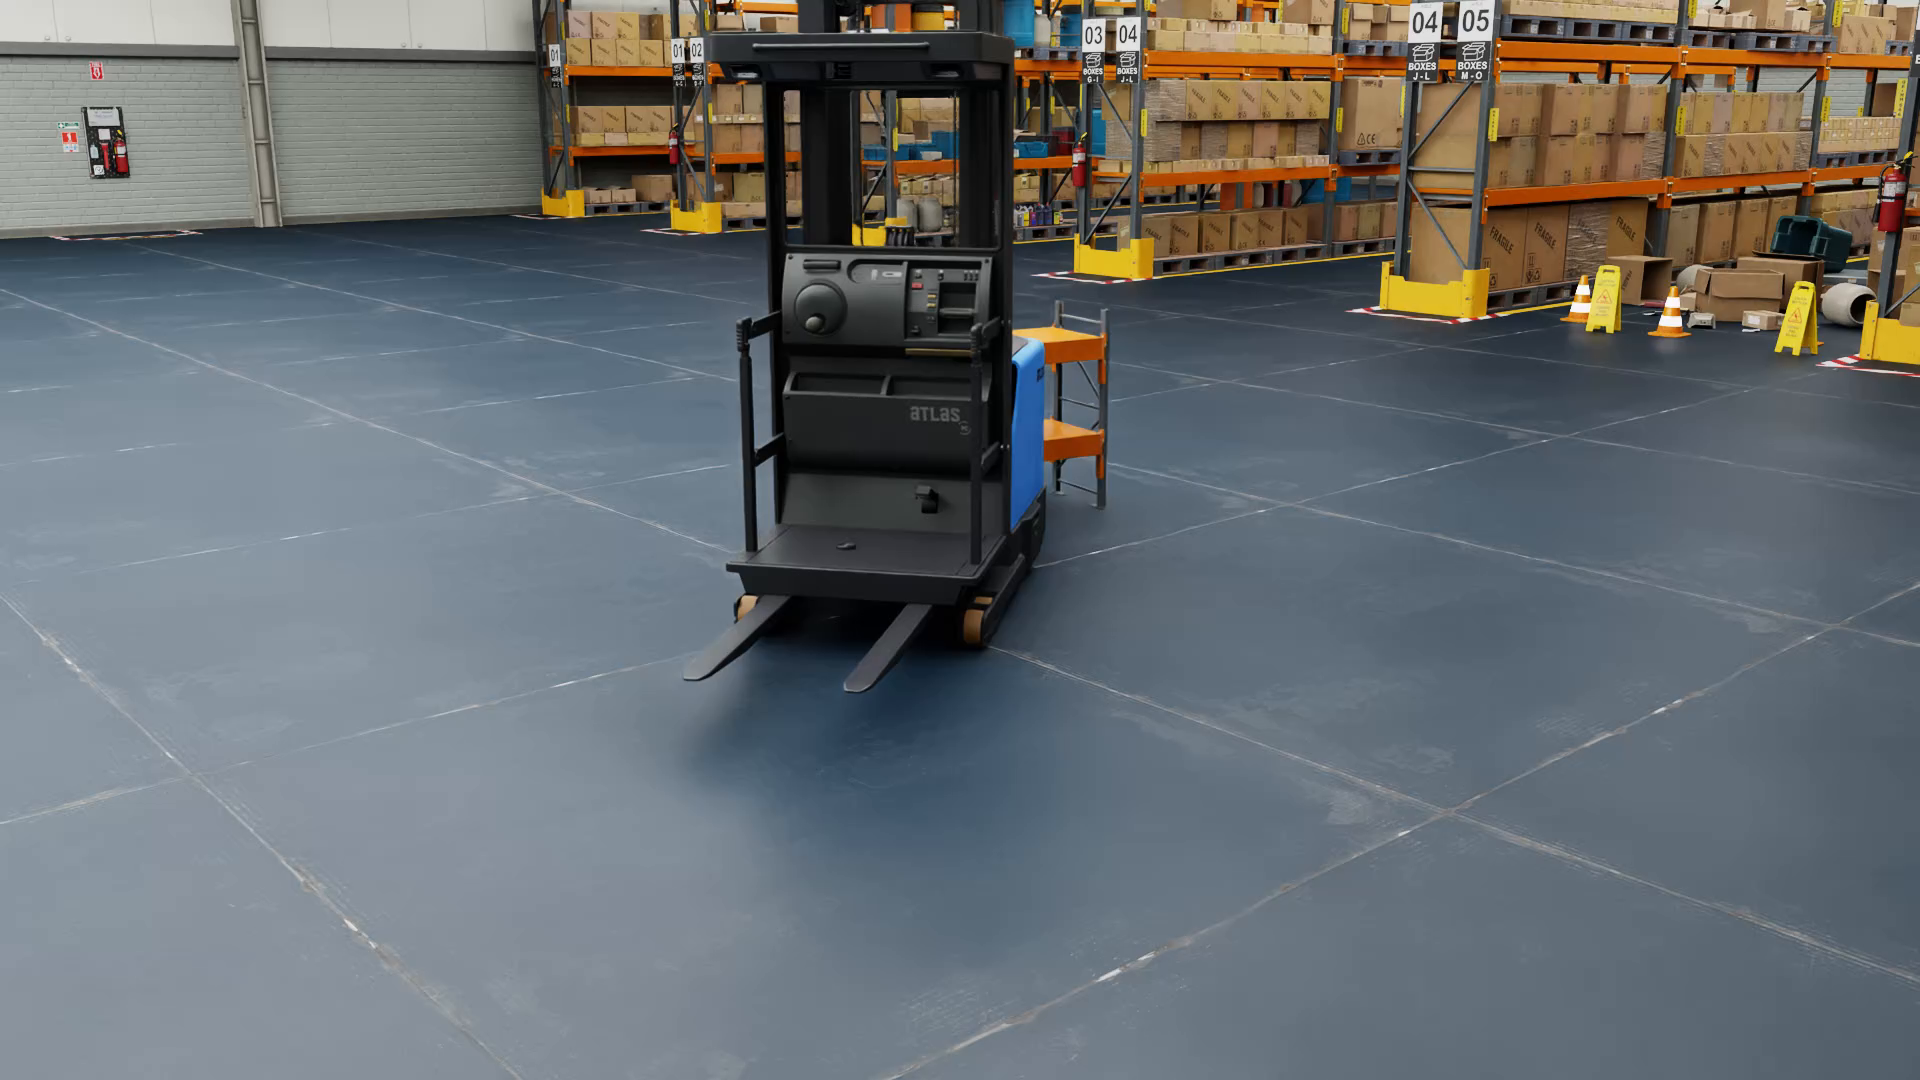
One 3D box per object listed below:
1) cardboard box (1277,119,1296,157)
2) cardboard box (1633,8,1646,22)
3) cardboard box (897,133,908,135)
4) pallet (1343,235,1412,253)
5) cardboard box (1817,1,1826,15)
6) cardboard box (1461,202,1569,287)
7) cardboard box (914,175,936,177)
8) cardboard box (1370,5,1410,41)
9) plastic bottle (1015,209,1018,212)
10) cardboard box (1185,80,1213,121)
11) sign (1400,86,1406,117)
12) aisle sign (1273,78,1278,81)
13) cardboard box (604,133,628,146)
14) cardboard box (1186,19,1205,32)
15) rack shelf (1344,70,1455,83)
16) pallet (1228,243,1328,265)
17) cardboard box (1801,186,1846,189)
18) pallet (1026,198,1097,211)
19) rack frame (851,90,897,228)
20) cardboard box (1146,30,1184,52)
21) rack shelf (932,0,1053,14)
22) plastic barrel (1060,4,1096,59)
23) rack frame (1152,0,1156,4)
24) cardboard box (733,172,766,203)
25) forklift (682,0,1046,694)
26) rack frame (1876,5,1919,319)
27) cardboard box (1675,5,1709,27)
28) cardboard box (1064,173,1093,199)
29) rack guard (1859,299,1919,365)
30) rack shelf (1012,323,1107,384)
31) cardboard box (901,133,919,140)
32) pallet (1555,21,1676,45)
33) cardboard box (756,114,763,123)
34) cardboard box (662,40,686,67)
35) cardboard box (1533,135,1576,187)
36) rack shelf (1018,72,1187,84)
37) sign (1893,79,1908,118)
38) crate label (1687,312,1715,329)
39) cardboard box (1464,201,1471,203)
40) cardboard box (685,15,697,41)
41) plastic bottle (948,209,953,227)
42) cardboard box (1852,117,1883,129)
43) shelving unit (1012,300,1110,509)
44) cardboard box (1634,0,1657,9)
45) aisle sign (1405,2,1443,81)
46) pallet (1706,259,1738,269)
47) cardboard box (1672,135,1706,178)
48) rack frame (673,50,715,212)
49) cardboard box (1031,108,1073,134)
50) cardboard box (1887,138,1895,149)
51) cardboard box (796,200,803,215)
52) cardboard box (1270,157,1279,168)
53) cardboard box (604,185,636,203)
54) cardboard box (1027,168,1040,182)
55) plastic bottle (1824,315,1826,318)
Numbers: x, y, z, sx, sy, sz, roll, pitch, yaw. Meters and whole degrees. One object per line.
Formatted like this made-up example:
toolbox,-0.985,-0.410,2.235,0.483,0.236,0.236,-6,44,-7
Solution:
cardboard box,4.177,-5.630,23.245,0.500,0.500,0.875,-13,19,-39
cardboard box,7.496,-5.922,18.776,0.250,0.149,0.380,-13,19,-39
cardboard box,-1.379,-9.050,37.265,0.250,0.149,0.380,-13,20,-40
pallet,6.465,-4.573,25.460,1.213,0.211,1.003,-13,19,-39
cardboard box,12.246,-7.483,23.463,0.258,0.266,0.396,-13,19,-39
cardboard box,6.251,-3.373,18.870,0.875,0.875,0.875,-13,20,-40
cardboard box,-0.659,-6.952,32.393,0.500,0.311,0.500,-13,20,-40
cardboard box,6.088,-7.502,24.197,0.637,0.503,0.797,-12,19,-37
plastic bottle,0.935,-5.208,26.845,0.133,0.283,0.061,-13,19,-39
cardboard box,2.916,-5.701,21.573,0.500,0.500,0.500,-13,19,-39
sign,4.774,-4.702,17.836,0.005,0.325,0.100,-13,19,-39
aisle sign,7.369,-10.867,38.582,0.004,0.787,0.394,-13,19,-39
cardboard box,-6.855,-7.844,32.556,0.500,0.250,0.500,-13,20,-41
cardboard box,2.921,-6.598,21.343,0.250,0.149,0.380,-12,19,-37
rack shelf,9.250,-9.340,33.485,4.000,0.370,1.077,-13,19,-39
pallet,4.474,-4.112,23.736,1.213,0.211,1.003,-13,19,-39
cardboard box,12.654,-5.060,24.458,0.500,0.250,0.500,-12,19,-37
pallet,2.063,-6.959,34.393,1.213,0.211,1.003,-13,19,-39
rack frame,-1.311,-5.867,24.901,0.127,3.000,1.000,-13,19,-39
cardboard box,2.473,-6.310,21.040,0.500,0.250,0.500,-12,19,-38
rack shelf,-0.034,-10.206,31.689,4.000,0.370,1.077,-13,19,-39
plastic barrel,1.948,-8.364,27.467,0.708,0.901,0.600,-13,19,-39
rack frame,4.493,-11.763,35.350,0.127,3.000,1.000,-13,19,-39
cardboard box,-3.633,-6.201,29.214,0.500,0.500,0.500,-13,19,-39
forklift,-0.363,-1.063,7.050,1.130,2.935,3.031,3,15,12
rack frame,8.446,-2.973,14.068,0.127,3.000,1.000,-13,19,-39
cardboard box,8.757,-6.286,19.913,0.396,0.266,0.258,-13,20,-40
cardboard box,2.397,-7.303,34.269,0.500,0.500,0.500,-14,20,-41
rack guard,8.503,-1.778,14.439,0.348,0.500,1.175,-13,19,-39
rack shelf,0.247,-0.991,9.147,1.000,0.278,0.538,-9,17,-29
cardboard box,-1.000,-7.629,31.759,0.258,0.266,0.396,-13,20,-41
pallet,7.513,-5.867,19.262,1.213,0.211,1.003,-13,19,-39
cardboard box,-3.544,-7.347,28.994,0.250,0.149,0.380,-13,20,-40
cardboard box,-5.799,-9.662,33.065,0.500,0.500,0.500,-14,20,-41
cardboard box,6.276,-4.232,18.489,0.550,0.550,0.875,-13,19,-39
rack shelf,2.984,-9.627,34.561,4.000,0.370,1.077,-13,19,-39
sign,8.096,-3.797,14.295,0.005,0.325,0.100,-13,19,-39
crate label,7.490,-2.218,16.788,0.250,0.136,0.298,5,16,18
cardboard box,8.510,-5.547,27.007,0.875,0.875,1.225,-14,20,-42
cardboard box,-5.406,-10.230,33.254,0.500,0.500,0.500,-11,19,-36
plastic bottle,-0.137,-5.187,26.766,0.133,0.283,0.061,-12,19,-38
cardboard box,13.014,-5.995,23.901,0.250,0.149,0.380,-14,20,-42
shelving unit,0.247,-0.709,9.223,1.048,1.125,0.538,-9,17,-29
cardboard box,7.553,-6.150,18.856,0.500,0.250,0.500,-13,20,-40
aisle sign,4.870,-5.222,17.450,0.004,0.787,0.394,-13,19,-39
pallet,9.591,-3.603,21.831,1.213,0.211,1.003,-13,19,-39
cardboard box,8.711,-4.682,20.273,0.500,0.500,0.500,-12,19,-39
rack frame,-4.560,-6.832,28.513,0.127,3.000,1.000,-13,19,-39
cardboard box,1.876,-8.567,34.001,0.700,0.500,0.500,8,17,28
cardboard box,13.429,-5.800,24.324,0.250,0.149,0.380,-14,20,-42
cardboard box,-2.877,-6.007,29.942,0.500,0.250,0.500,-13,19,-39
cardboard box,4.175,-5.213,22.941,0.250,0.149,0.380,-13,19,-39
cardboard box,-6.803,-6.905,33.146,0.500,0.311,0.500,-11,18,-35
cardboard box,1.870,-8.930,40.400,0.500,0.500,0.700,-12,19,-39
plastic bottle,9.258,-2.378,17.533,0.283,0.061,0.133,-9,17,-30
